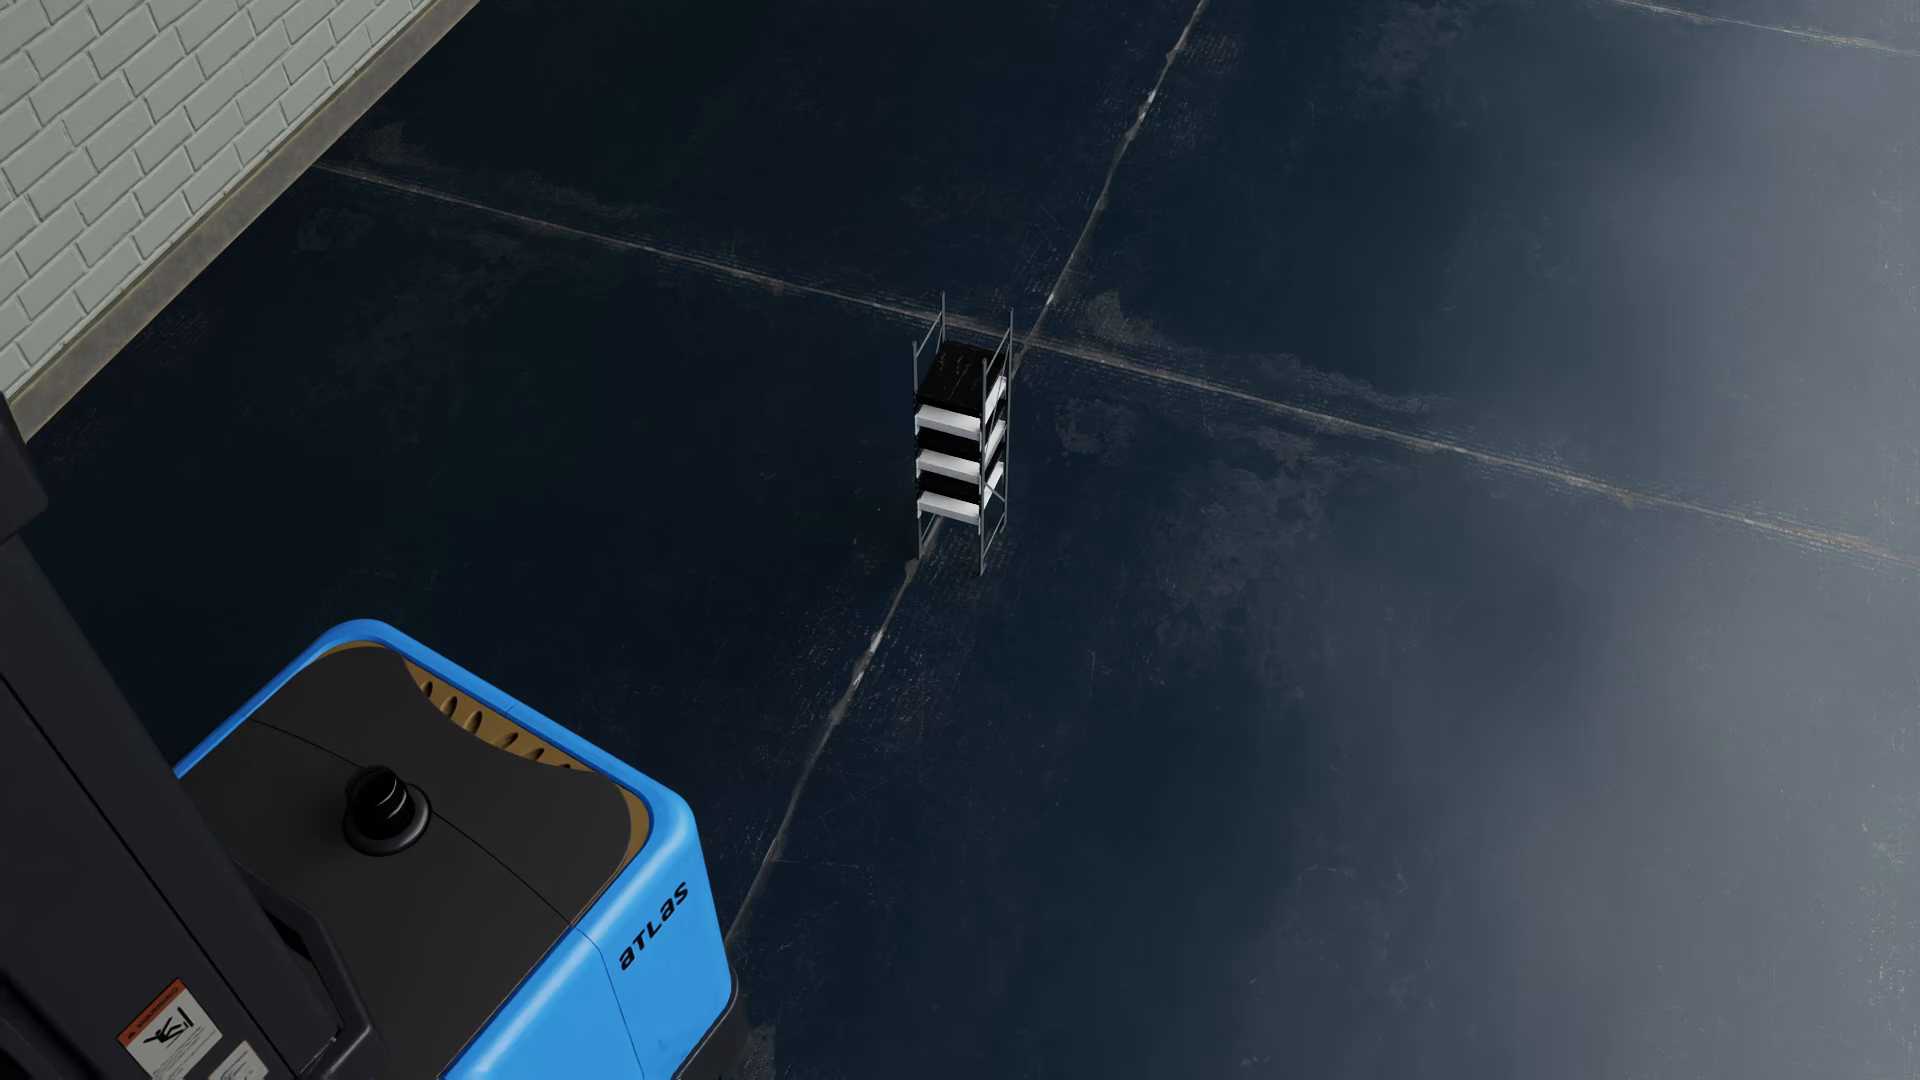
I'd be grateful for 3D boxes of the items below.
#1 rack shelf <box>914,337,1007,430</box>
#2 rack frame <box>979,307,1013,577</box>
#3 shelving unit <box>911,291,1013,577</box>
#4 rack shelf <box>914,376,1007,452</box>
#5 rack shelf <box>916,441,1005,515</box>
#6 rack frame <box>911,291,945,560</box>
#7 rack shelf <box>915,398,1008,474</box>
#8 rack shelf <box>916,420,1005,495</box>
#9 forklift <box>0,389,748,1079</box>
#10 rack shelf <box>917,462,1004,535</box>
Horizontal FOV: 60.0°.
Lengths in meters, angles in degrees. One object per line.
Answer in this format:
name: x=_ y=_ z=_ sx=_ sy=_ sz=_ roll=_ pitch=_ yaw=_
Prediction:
rack shelf: x=0.008 y=-0.448 z=4.729 sx=0.200 sy=0.077 sz=0.258 roll=16 pitch=51 yaw=13
rack frame: x=0.103 y=-0.266 z=4.885 sx=0.006 sy=0.900 sz=0.240 roll=16 pitch=51 yaw=13
shelving unit: x=0.008 y=-0.293 z=4.908 sx=0.210 sy=0.900 sz=0.258 roll=16 pitch=51 yaw=13
rack shelf: x=0.008 y=-0.389 z=4.797 sx=0.200 sy=0.077 sz=0.258 roll=16 pitch=51 yaw=13
rack shelf: x=0.008 y=-0.212 z=5.001 sx=0.200 sy=0.077 sz=0.258 roll=16 pitch=51 yaw=13
rack frame: x=-0.088 y=-0.319 z=4.931 sx=0.006 sy=0.900 sz=0.240 roll=16 pitch=51 yaw=13
rack shelf: x=0.008 y=-0.330 z=4.865 sx=0.200 sy=0.077 sz=0.258 roll=16 pitch=51 yaw=13
rack shelf: x=0.008 y=-0.271 z=4.933 sx=0.200 sy=0.077 sz=0.258 roll=16 pitch=51 yaw=13
forklift: x=-1.738 y=1.030 z=2.418 sx=1.130 sy=2.935 sz=3.031 roll=26 pitch=54 yaw=21
rack shelf: x=0.008 y=-0.153 z=5.069 sx=0.200 sy=0.077 sz=0.258 roll=16 pitch=51 yaw=13
